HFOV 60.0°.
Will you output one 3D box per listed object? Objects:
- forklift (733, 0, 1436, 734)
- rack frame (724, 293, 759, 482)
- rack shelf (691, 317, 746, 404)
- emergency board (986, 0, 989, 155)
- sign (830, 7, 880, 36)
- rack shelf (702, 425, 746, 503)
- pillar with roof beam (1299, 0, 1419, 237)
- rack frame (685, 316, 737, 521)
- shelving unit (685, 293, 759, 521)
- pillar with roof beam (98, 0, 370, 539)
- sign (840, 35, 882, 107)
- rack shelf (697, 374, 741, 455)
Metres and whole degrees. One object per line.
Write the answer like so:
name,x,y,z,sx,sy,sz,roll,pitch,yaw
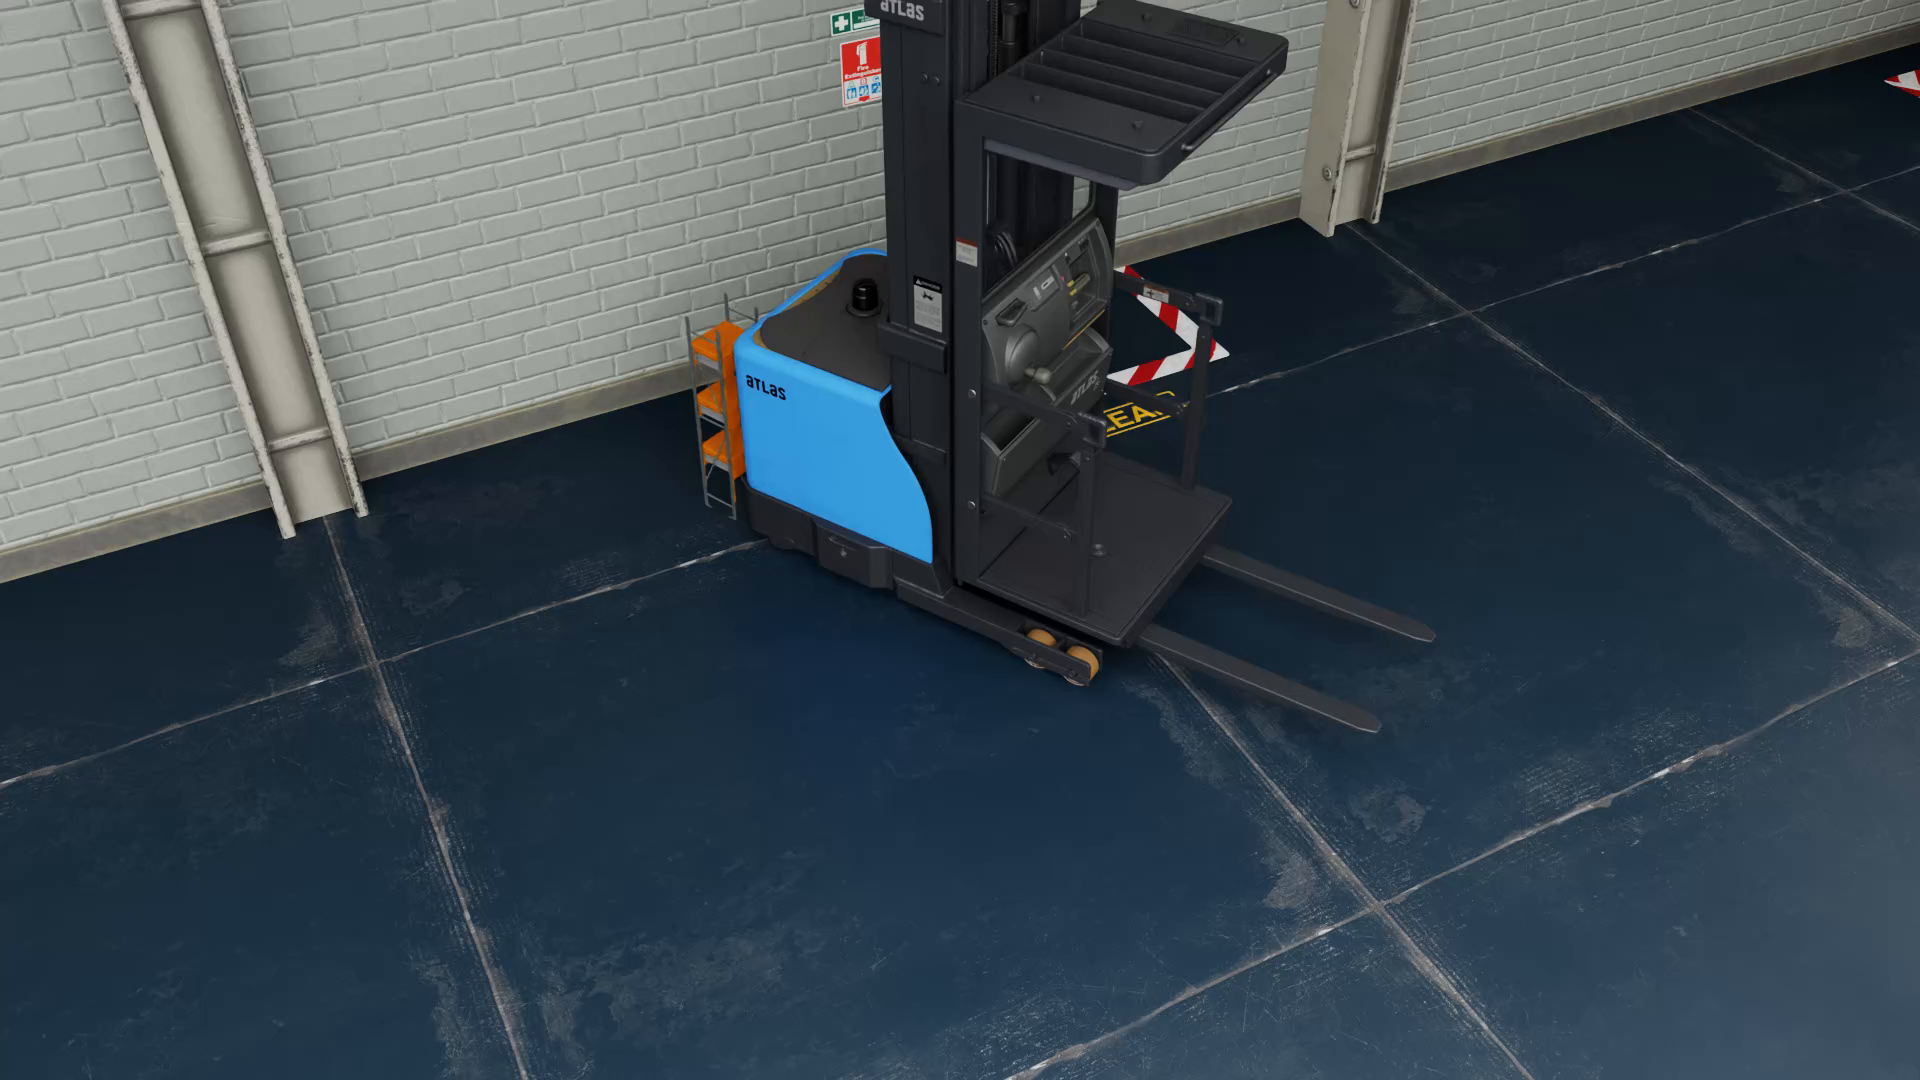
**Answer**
forklift,0.531,-0.900,6.534,3.031,2.935,1.130,22,45,24
rack frame,-0.979,-0.658,7.702,0.200,1.050,0.008,26,46,27
rack shelf,-1.049,-0.806,7.452,0.215,0.259,0.240,26,46,27
emergency board,0.067,-2.372,8.219,0.643,1.169,0.194,-19,44,-21
sign,-0.463,-2.478,7.907,0.331,0.109,0.001,-19,44,-21
rack shelf,-1.057,-0.375,7.812,0.215,0.259,0.240,26,46,27
pillar with roof beam,4.265,-2.910,4.212,0.400,9.000,9.100,-19,44,-21
rack frame,-1.127,-0.535,7.551,0.200,1.050,0.008,26,46,27
shelving unit,-1.053,-0.596,7.627,0.215,1.050,0.252,26,46,27
pillar with roof beam,-1.056,-1.120,2.097,0.400,9.000,9.100,-19,44,-21
sign,-0.471,-2.279,8.082,0.234,0.329,0.001,-19,44,-21
rack shelf,-1.053,-0.588,7.634,0.215,0.259,0.240,26,46,27
